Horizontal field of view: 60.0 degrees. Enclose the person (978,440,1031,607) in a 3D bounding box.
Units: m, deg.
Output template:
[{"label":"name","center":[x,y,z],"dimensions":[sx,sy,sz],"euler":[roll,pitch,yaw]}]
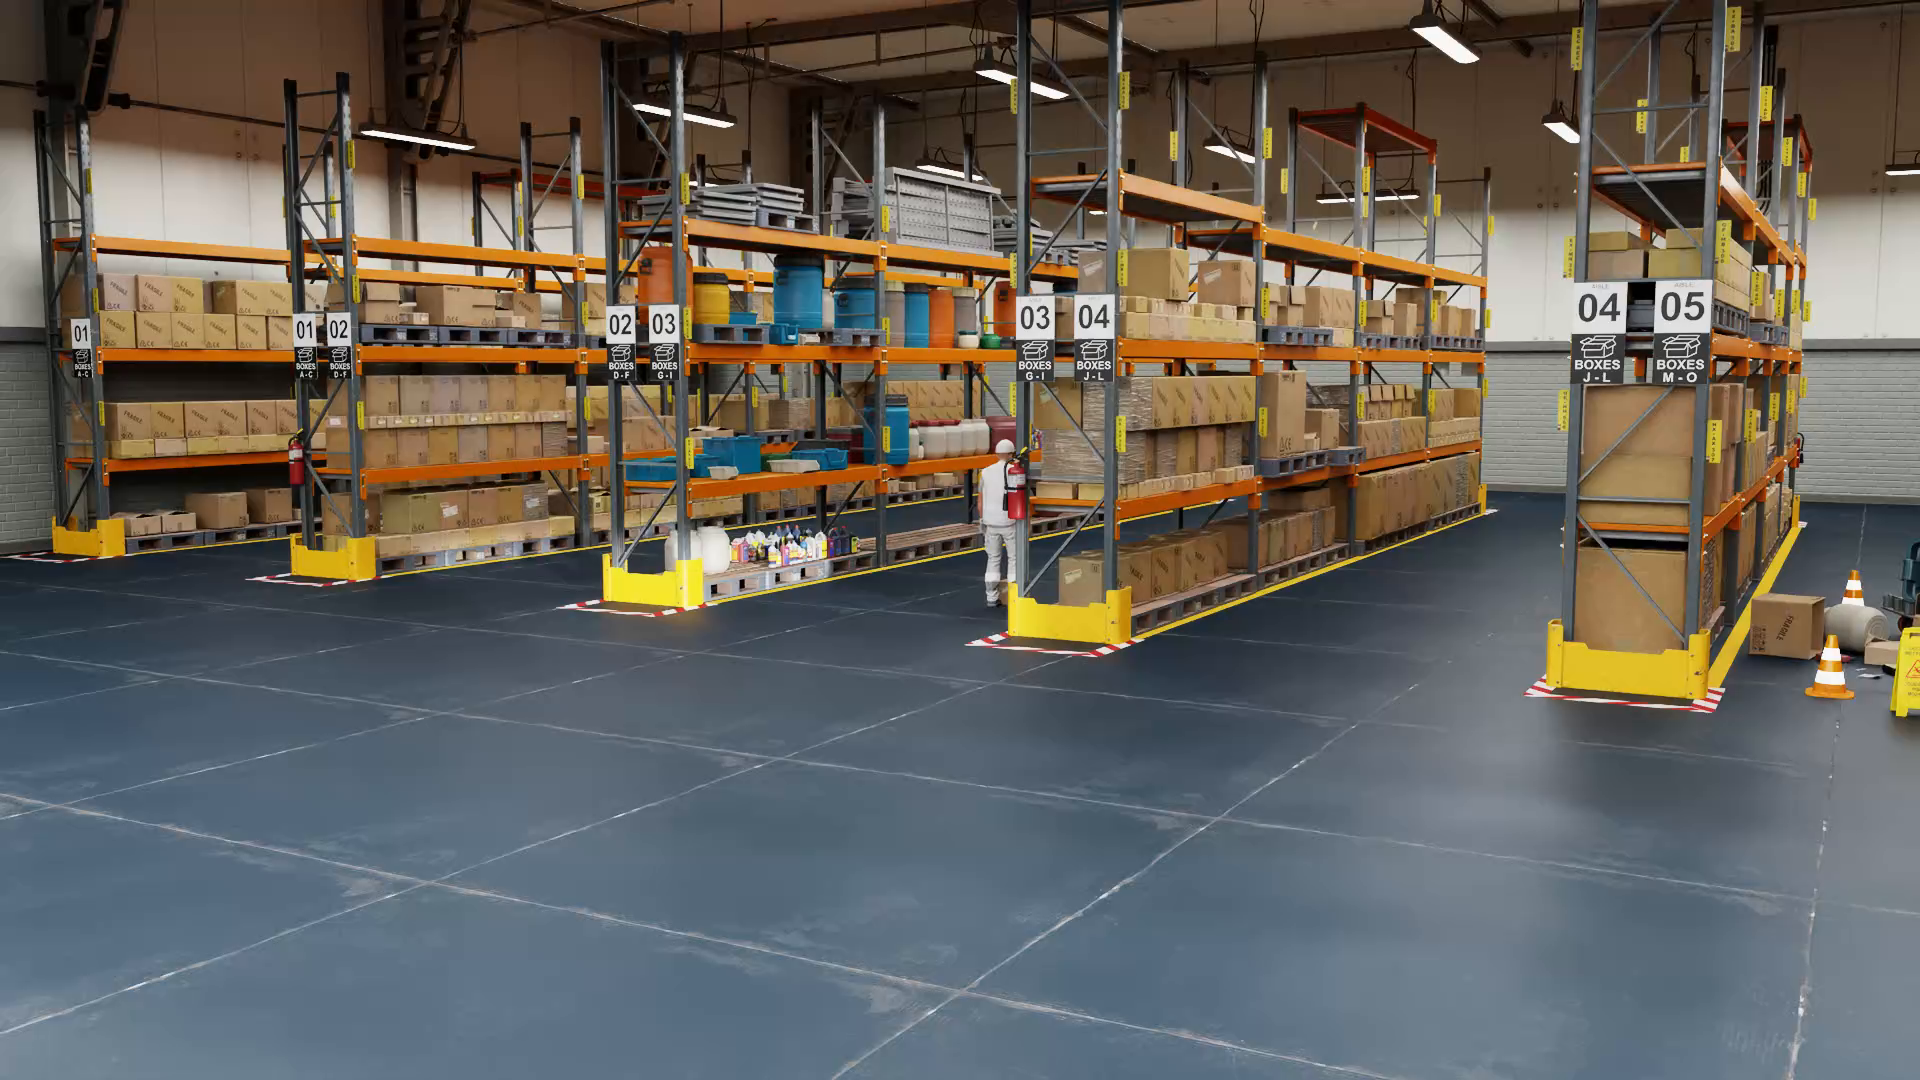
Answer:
[{"label":"person","center":[0.477,-0.176,17.720],"dimensions":[0.604,1.779,0.449],"euler":[3,7,29]}]
